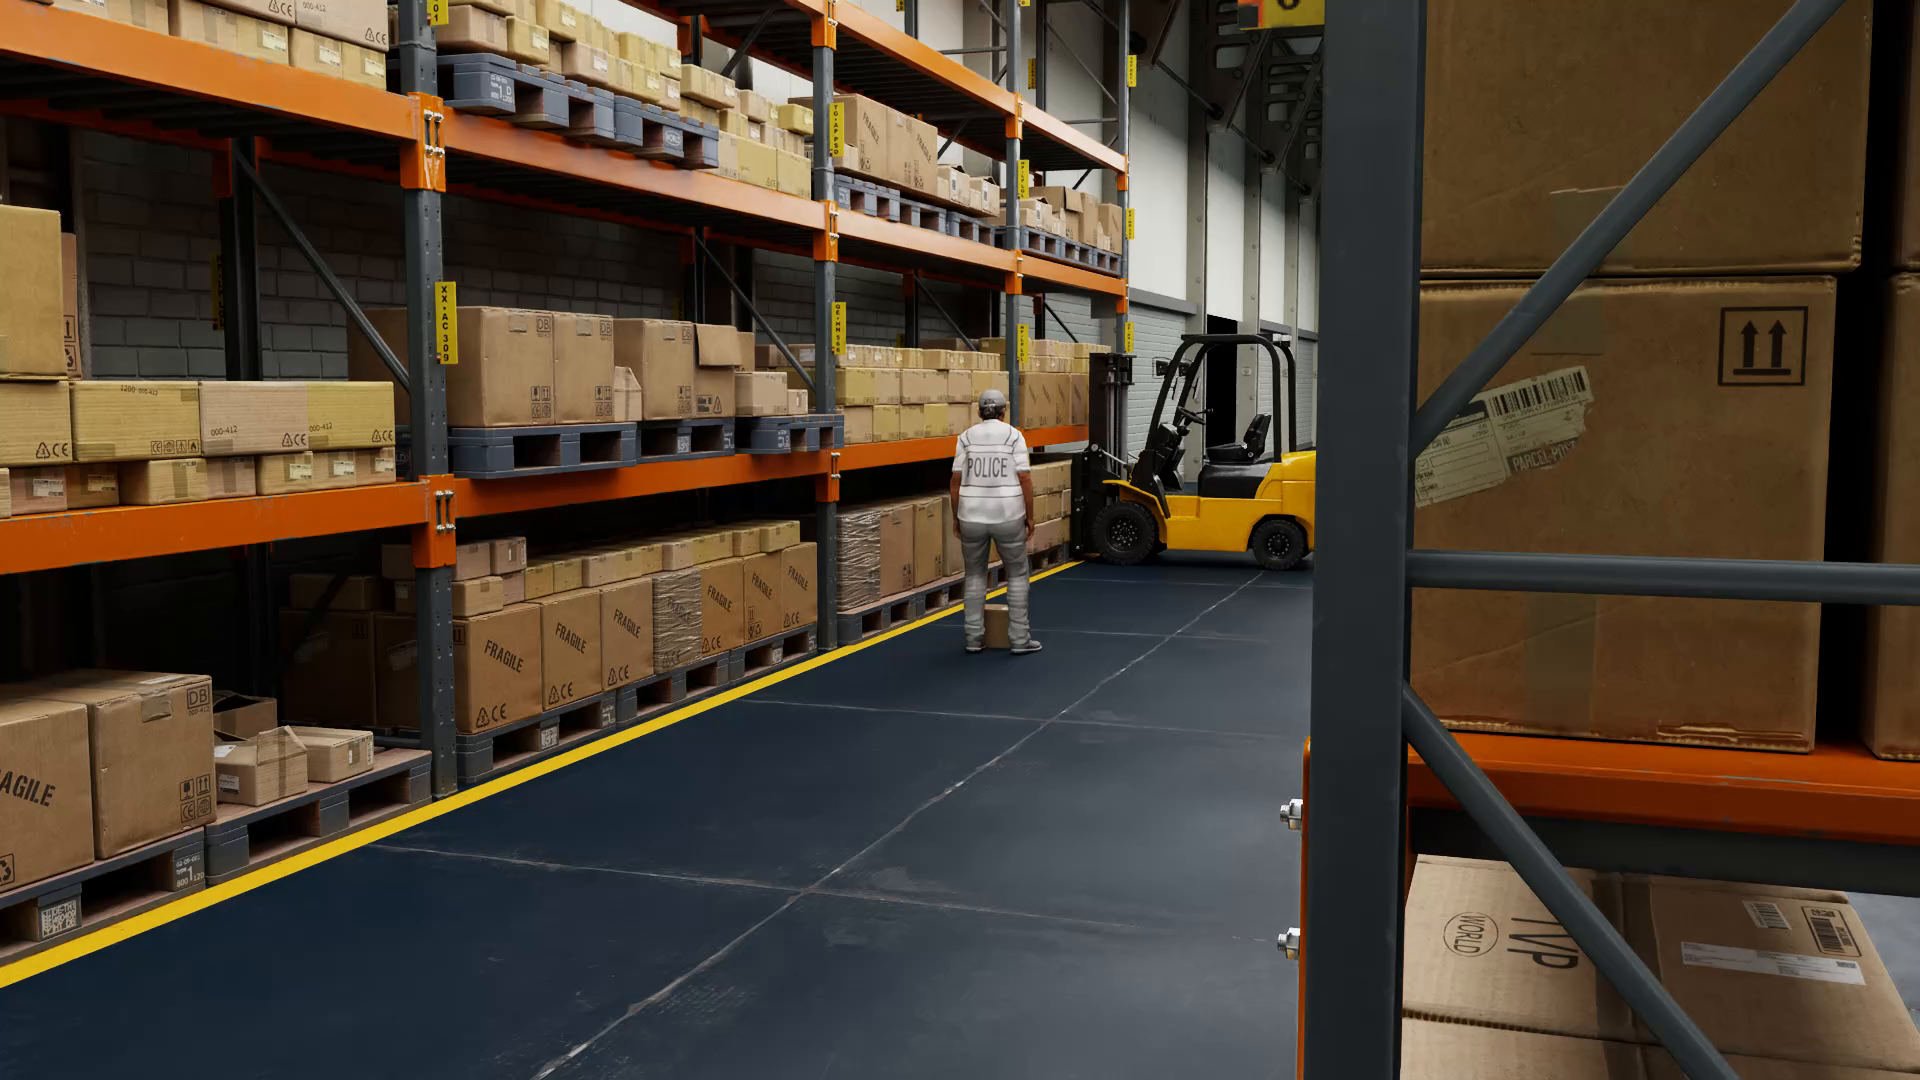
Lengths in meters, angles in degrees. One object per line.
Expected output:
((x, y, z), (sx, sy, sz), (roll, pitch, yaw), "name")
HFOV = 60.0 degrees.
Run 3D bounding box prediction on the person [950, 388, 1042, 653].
((0.226, -0.122, 10.520), (0.566, 1.667, 0.465), (1, 5, 13), "person")
